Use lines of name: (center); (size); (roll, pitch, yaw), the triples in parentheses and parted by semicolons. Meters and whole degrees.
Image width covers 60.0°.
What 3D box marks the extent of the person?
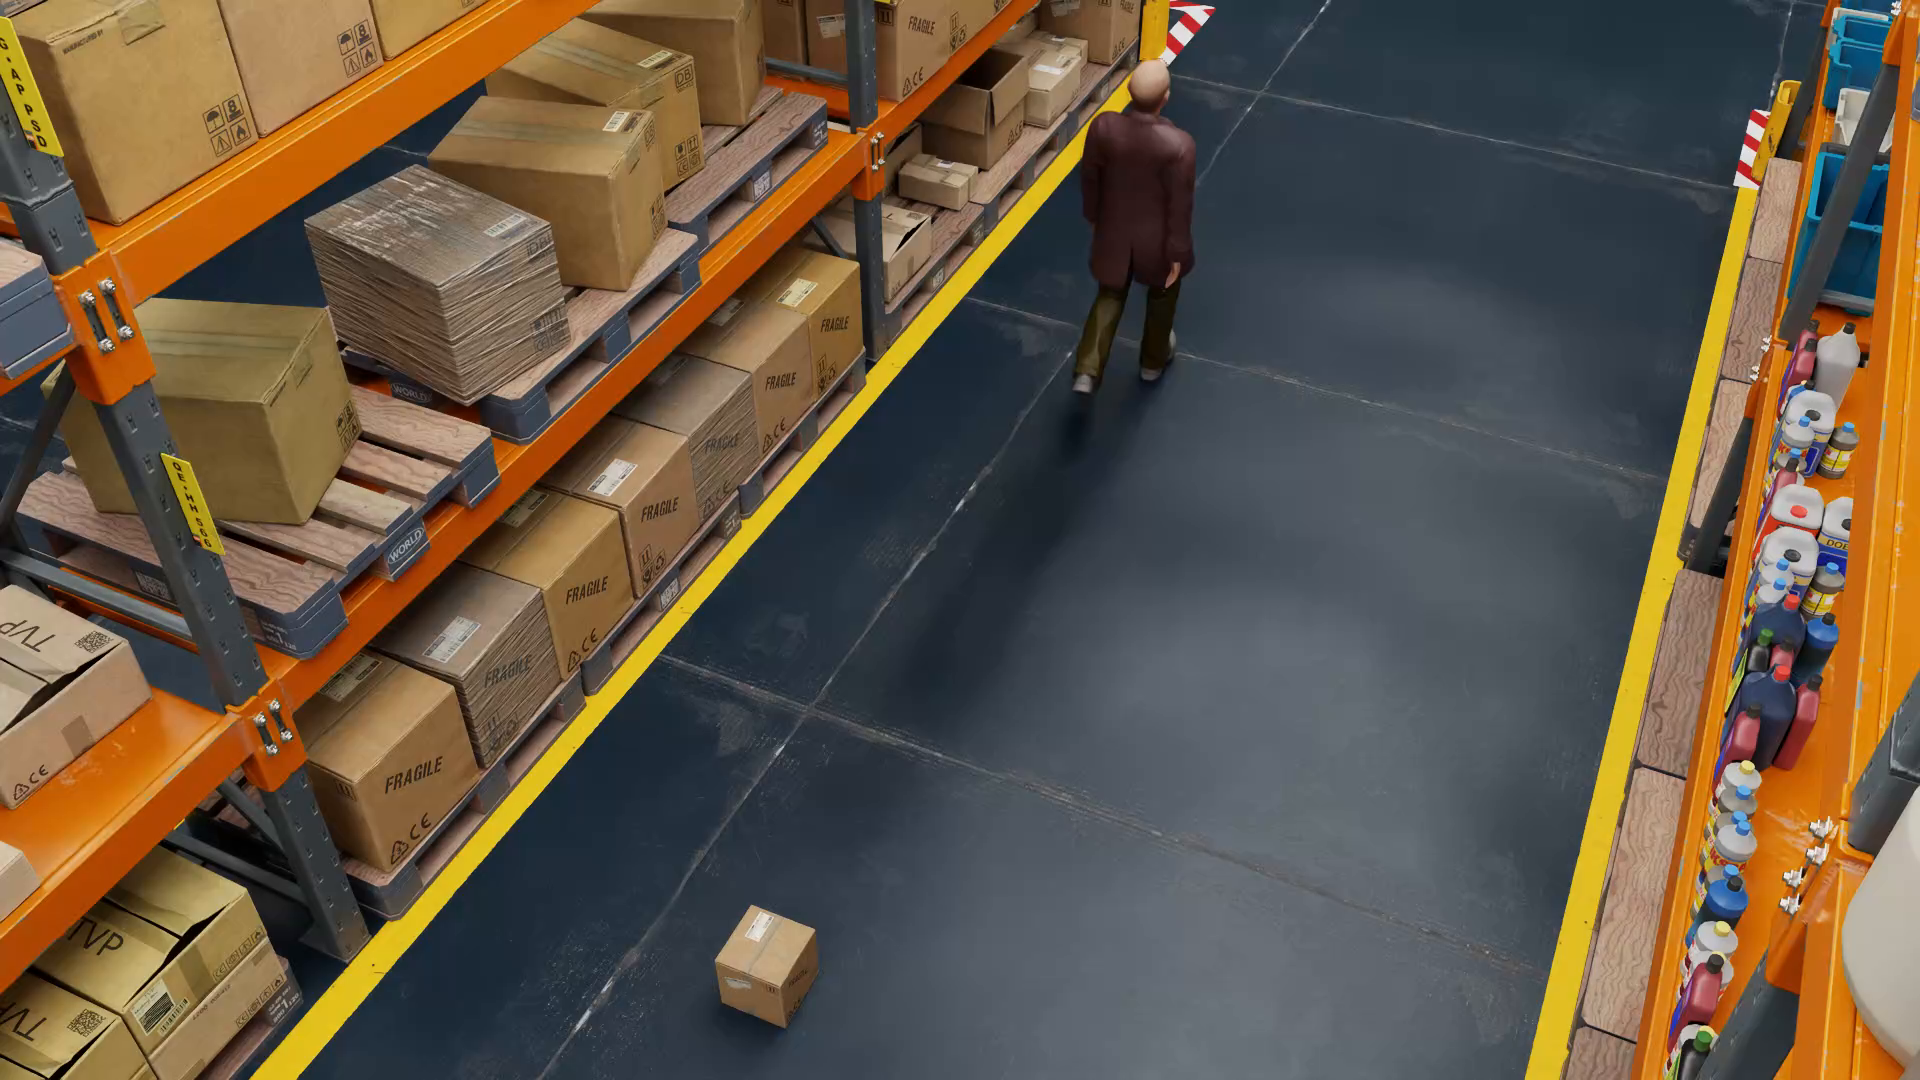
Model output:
person: (0.813, -1.424, 7.775); (0.573, 1.749, 0.938); (17, 44, 18)
